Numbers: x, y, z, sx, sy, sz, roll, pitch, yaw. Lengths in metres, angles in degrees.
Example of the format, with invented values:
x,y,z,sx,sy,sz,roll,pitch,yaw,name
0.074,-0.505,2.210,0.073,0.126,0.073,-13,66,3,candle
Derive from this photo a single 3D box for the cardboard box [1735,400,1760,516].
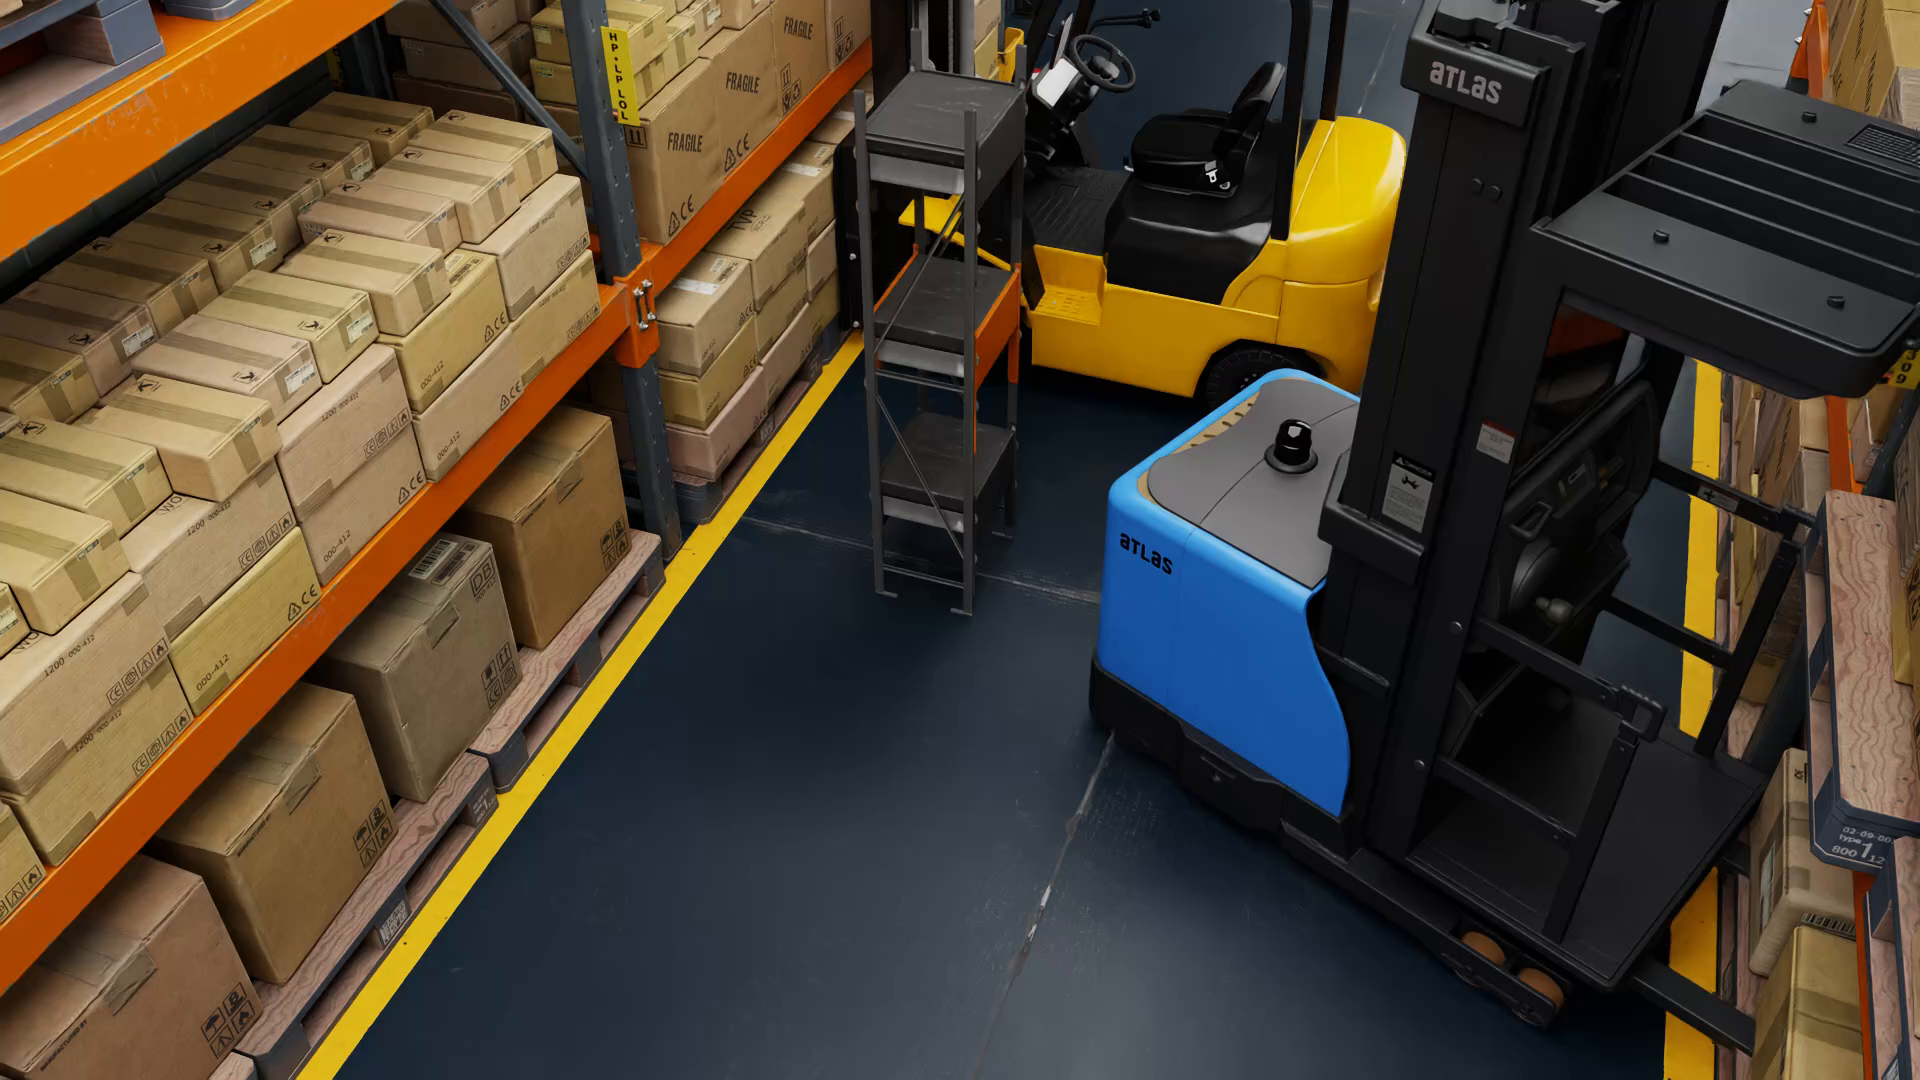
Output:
x,y,z,sx,sy,sz,roll,pitch,yaw,name
3.357,-0.266,6.545,0.500,0.250,0.500,14,42,16,cardboard box

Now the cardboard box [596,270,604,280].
x,y,z,sx,sy,sz,roll,pitch,yaw,name
-1.622,-1.032,6.673,0.500,0.250,0.500,14,42,16,cardboard box

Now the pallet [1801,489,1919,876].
x,y,z,sx,sy,sz,roll,pitch,yaw,name
2.659,0.411,4.105,1.003,0.211,1.213,13,42,15,pallet

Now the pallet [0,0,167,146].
x,y,z,sx,sy,sz,roll,pitch,yaw,name
-2.449,-0.941,3.377,1.003,0.211,1.213,15,43,17,pallet

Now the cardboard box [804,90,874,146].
x,y,z,sx,sy,sz,roll,pitch,yaw,name
-0.618,-1.849,7.630,0.500,0.250,0.500,12,42,14,cardboard box

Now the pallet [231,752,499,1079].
x,y,z,sx,sy,sz,roll,pitch,yaw,name
-2.240,1.070,5.333,1.003,0.211,1.213,13,42,15,pallet

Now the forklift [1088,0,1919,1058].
x,y,z,sx,sy,sz,roll,pitch,yaw,name
1.874,-0.039,4.537,3.031,2.935,1.130,32,50,32,forklift

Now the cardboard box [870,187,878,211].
x,y,z,sx,sy,sz,roll,pitch,yaw,name
-0.627,-1.645,7.777,0.500,0.250,0.500,13,42,15,cardboard box

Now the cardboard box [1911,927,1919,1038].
x,y,z,sx,sy,sz,roll,pitch,yaw,name
2.099,0.896,3.259,0.380,0.149,0.250,15,43,17,cardboard box

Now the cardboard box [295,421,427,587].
x,y,z,sx,sy,sz,roll,pitch,yaw,name
-1.901,-0.169,4.752,0.500,0.250,0.500,14,42,15,cardboard box

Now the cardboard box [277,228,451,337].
x,y,z,sx,sy,sz,roll,pitch,yaw,name
-1.687,-0.733,4.722,0.380,0.149,0.250,12,42,14,cardboard box

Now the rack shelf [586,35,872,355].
x,y,z,sx,sy,sz,roll,pitch,yaw,name
-0.925,-2.141,7.503,1.077,0.370,4.000,13,42,15,rack shelf

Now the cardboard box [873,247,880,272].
x,y,z,sx,sy,sz,roll,pitch,yaw,name
-0.620,-1.466,7.952,0.500,0.250,0.500,15,43,16,cardboard box

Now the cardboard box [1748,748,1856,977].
x,y,z,sx,sy,sz,roll,pitch,yaw,name
2.880,1.065,4.892,0.950,0.372,0.625,14,42,16,cardboard box

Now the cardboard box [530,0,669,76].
x,y,z,sx,sy,sz,roll,pitch,yaw,name
-1.221,-1.722,5.651,0.380,0.149,0.250,14,42,16,cardboard box

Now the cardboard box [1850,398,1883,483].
x,y,z,sx,sy,sz,roll,pitch,yaw,name
2.880,-0.264,4.942,0.380,0.149,0.250,13,42,15,cardboard box

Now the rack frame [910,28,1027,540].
x,y,z,sx,sy,sz,roll,pitch,yaw,name
0.027,-0.847,6.125,0.400,2.100,0.015,13,42,15,rack frame

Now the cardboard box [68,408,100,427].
x,y,z,sx,sy,sz,roll,pitch,yaw,name
-2.558,-0.147,4.341,0.500,0.250,0.500,13,42,14,cardboard box

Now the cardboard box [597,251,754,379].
x,y,z,sx,sy,sz,roll,pitch,yaw,name
-1.149,-0.915,6.536,0.500,0.250,0.500,13,42,14,cardboard box

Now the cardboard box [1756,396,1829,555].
x,y,z,sx,sy,sz,roll,pitch,yaw,name
3.179,-0.226,5.921,0.500,0.500,0.500,14,42,16,cardboard box

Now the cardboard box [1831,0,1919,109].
x,y,z,sx,sy,sz,roll,pitch,yaw,name
3.655,-1.832,6.279,0.500,0.500,0.500,13,42,14,cardboard box

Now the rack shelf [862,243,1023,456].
x,y,z,sx,sy,sz,roll,pitch,yaw,name
-0.057,-0.687,5.959,0.431,0.518,0.480,13,42,15,rack shelf

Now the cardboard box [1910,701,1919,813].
x,y,z,sx,sy,sz,roll,pitch,yaw,name
2.274,0.420,3.317,0.500,0.500,0.500,13,42,15,cardboard box

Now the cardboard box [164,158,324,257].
x,y,z,sx,sy,sz,roll,pitch,yaw,name
-2.158,-1.009,5.045,0.380,0.149,0.250,13,42,15,cardboard box

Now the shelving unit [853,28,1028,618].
x,y,z,sx,sy,sz,roll,pitch,yaw,name
-0.057,-0.698,5.950,0.431,2.100,0.503,13,42,15,shelving unit

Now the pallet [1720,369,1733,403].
x,y,z,sx,sy,sz,roll,pitch,yaw,name
4.088,-0.941,7.690,1.003,0.211,1.213,13,42,15,pallet

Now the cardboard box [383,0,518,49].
x,y,z,sx,sy,sz,roll,pitch,yaw,name
-1.784,-1.855,5.807,0.380,0.149,0.250,13,42,15,cardboard box

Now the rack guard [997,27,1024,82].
x,y,z,sx,sy,sz,roll,pitch,yaw,name
-0.233,-2.699,9.528,1.175,0.500,0.348,13,42,15,rack guard

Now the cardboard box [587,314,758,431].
x,y,z,sx,sy,sz,roll,pitch,yaw,name
-1.154,-0.726,6.699,0.500,0.250,0.500,13,42,15,cardboard box

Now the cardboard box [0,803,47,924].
x,y,z,sx,sy,sz,roll,pitch,yaw,name
-2.419,0.780,3.641,0.500,0.250,0.500,12,42,14,cardboard box

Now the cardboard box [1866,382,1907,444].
x,y,z,sx,sy,sz,roll,pitch,yaw,name
2.975,-0.573,4.804,0.500,0.500,0.500,12,42,14,cardboard box

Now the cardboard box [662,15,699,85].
x,y,z,sx,sy,sz,roll,pitch,yaw,name
-1.166,-1.774,5.942,0.380,0.149,0.250,14,42,16,cardboard box

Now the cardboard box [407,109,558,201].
x,y,z,sx,sy,sz,roll,pitch,yaw,name
-1.517,-1.222,5.295,0.380,0.149,0.250,15,43,17,cardboard box

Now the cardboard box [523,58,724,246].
x,y,z,sx,sy,sz,roll,pitch,yaw,name
-1.212,-1.446,6.057,0.500,0.500,0.500,12,42,14,cardboard box

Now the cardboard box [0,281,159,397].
x,y,z,sx,sy,sz,roll,pitch,yaw,name
-2.416,-0.547,4.504,0.380,0.149,0.250,13,42,15,cardboard box

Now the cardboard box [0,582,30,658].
x,y,z,sx,sy,sz,roll,pitch,yaw,name
-2.302,0.183,3.648,0.380,0.149,0.250,14,42,16,cardboard box

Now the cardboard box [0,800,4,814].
x,y,z,sx,sy,sz,roll,pitch,yaw,name
-2.423,0.590,3.478,0.500,0.250,0.500,15,43,16,cardboard box

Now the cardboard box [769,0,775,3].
x,y,z,sx,sy,sz,roll,pitch,yaw,name
-0.858,-2.233,6.479,0.380,0.149,0.250,13,42,15,cardboard box

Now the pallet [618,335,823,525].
x,y,z,sx,sy,sz,roll,pitch,yaw,name
-1.298,-0.610,7.302,1.003,0.211,1.213,13,42,15,pallet

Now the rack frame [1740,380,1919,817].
x,y,z,sx,sy,sz,roll,pitch,yaw,name
3.057,-0.096,4.551,1.000,3.000,0.127,13,42,15,rack frame

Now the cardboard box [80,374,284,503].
x,y,z,sx,sy,sz,roll,pitch,yaw,name
-1.944,-0.257,4.164,0.380,0.149,0.250,12,42,14,cardboard box

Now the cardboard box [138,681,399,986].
x,y,z,sx,sy,sz,roll,pitch,yaw,name
-2.305,0.800,5.007,0.875,0.625,0.625,12,42,13,cardboard box

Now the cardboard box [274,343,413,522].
x,y,z,sx,sy,sz,roll,pitch,yaw,name
-1.886,-0.346,4.575,0.500,0.250,0.500,14,42,16,cardboard box

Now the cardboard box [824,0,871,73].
x,y,z,sx,sy,sz,roll,pitch,yaw,name
-0.685,-2.378,7.150,0.500,0.500,0.500,14,42,15,cardboard box

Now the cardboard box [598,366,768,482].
x,y,z,sx,sy,sz,roll,pitch,yaw,name
-1.132,-0.530,6.856,0.500,0.250,0.500,14,42,16,cardboard box

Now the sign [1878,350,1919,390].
x,y,z,sx,sy,sz,roll,pitch,yaw,name
2.544,-0.541,4.406,0.100,0.325,0.005,13,42,15,sign
